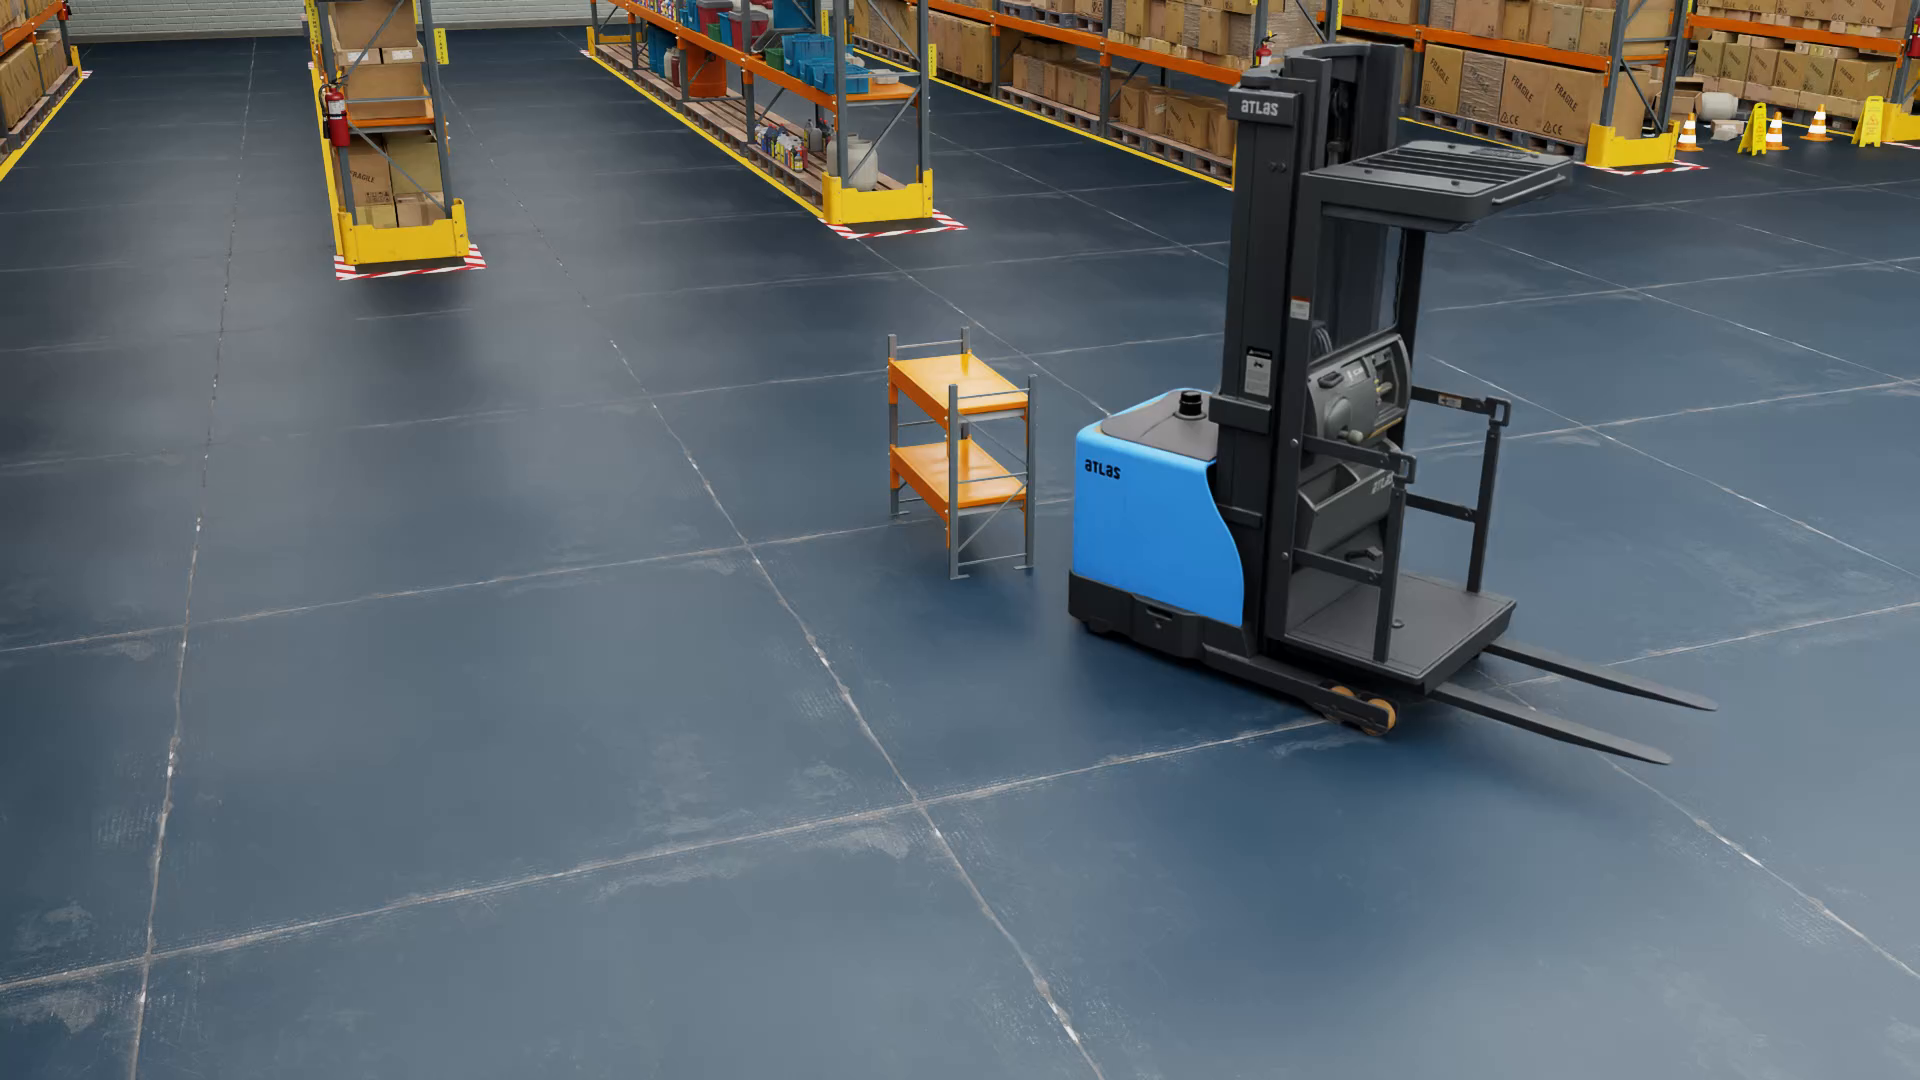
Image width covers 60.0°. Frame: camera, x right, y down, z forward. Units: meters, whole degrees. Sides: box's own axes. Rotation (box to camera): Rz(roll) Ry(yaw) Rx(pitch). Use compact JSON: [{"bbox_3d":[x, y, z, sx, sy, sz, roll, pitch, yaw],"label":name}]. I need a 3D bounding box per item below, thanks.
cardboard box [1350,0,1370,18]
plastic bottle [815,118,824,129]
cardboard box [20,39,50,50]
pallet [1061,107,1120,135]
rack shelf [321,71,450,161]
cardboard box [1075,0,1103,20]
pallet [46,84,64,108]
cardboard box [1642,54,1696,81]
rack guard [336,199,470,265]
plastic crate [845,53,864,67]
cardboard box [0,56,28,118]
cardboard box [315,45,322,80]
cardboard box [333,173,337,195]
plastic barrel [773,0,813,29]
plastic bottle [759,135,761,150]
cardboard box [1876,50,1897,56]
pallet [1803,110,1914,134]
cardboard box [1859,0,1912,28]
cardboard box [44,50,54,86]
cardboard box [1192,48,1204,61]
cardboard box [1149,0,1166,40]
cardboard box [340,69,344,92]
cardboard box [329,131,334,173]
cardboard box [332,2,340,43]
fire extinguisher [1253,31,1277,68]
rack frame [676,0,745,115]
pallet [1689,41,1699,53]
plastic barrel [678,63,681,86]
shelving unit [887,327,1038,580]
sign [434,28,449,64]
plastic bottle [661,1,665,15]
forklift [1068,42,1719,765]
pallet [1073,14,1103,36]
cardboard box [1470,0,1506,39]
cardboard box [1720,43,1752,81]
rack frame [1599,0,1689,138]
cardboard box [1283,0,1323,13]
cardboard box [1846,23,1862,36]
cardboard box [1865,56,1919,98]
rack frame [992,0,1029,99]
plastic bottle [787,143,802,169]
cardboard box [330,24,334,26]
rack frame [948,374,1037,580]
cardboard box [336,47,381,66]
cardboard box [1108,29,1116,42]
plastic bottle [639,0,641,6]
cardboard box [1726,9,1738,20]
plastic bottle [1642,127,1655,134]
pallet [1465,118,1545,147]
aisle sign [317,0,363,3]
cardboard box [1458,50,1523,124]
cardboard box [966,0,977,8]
[{"bbox_3d":[6.289,-8.202,25.220,0.500,0.500,0.500,-8,24,-18],"label":"cardboard box"},{"bbox_3d":[-1.732,-5.100,20.833,0.144,0.351,0.185,-9,24,-20],"label":"plastic bottle"},{"bbox_3d":[-14.626,-7.826,26.298,0.380,0.149,0.250,-9,24,-20],"label":"cardboard box"},{"bbox_3d":[2.128,-5.990,23.690,1.003,0.211,1.213,-8,24,-19],"label":"pallet"},{"bbox_3d":[-6.158,-4.576,17.672,1.077,0.370,4.000,-8,24,-19],"label":"rack shelf"},{"bbox_3d":[2.255,-7.770,23.010,1.000,1.000,1.000,-8,24,-19],"label":"cardboard box"},{"bbox_3d":[-14.519,-6.862,25.760,1.003,0.211,1.213,-8,24,-19],"label":"pallet"},{"bbox_3d":[11.488,-7.525,26.584,0.950,0.372,0.625,-8,24,-18],"label":"cardboard box"},{"bbox_3d":[-5.443,-3.020,16.273,1.175,0.500,0.348,-8,24,-19],"label":"rack guard"},{"bbox_3d":[-1.418,-5.636,19.599,0.530,0.136,0.437,-8,24,-19],"label":"plastic crate"},{"bbox_3d":[-13.351,-6.214,22.859,0.750,0.750,0.750,-8,24,-19],"label":"cardboard box"},{"bbox_3d":[-10.157,-7.760,26.952,0.500,0.500,0.500,-8,24,-19],"label":"cardboard box"},{"bbox_3d":[-6.640,-3.986,18.345,0.500,0.250,0.500,-8,24,-19],"label":"cardboard box"},{"bbox_3d":[-2.082,-6.726,21.200,0.600,0.901,0.708,-8,24,-19],"label":"plastic barrel"},{"bbox_3d":[-2.455,-4.976,20.731,0.097,0.201,0.097,0,23,0],"label":"plastic bottle"},{"bbox_3d":[16.123,-8.322,28.149,0.875,0.625,0.625,-7,24,-17],"label":"cardboard box"},{"bbox_3d":[12.808,-5.941,23.574,1.003,0.211,1.213,-8,24,-19],"label":"pallet"},{"bbox_3d":[12.639,-7.241,22.556,0.500,0.500,0.500,-9,24,-20],"label":"cardboard box"},{"bbox_3d":[-14.666,-7.371,26.053,0.700,0.500,0.500,-9,24,-20],"label":"cardboard box"},{"bbox_3d":[3.067,-5.950,20.329,0.380,0.149,0.250,-8,24,-19],"label":"cardboard box"},{"bbox_3d":[2.920,-6.649,21.152,0.875,0.500,0.500,-8,24,-19],"label":"cardboard box"},{"bbox_3d":[-6.336,-5.147,17.970,0.700,0.500,0.500,-8,24,-18],"label":"cardboard box"},{"bbox_3d":[-6.461,-4.150,17.769,0.500,0.500,0.500,-8,24,-19],"label":"cardboard box"},{"bbox_3d":[-5.814,-5.206,16.440,0.700,0.500,0.500,-9,24,-20],"label":"cardboard box"},{"bbox_3d":[3.427,-5.398,18.796,0.296,0.674,0.183,-8,24,-19],"label":"fire extinguisher"},{"bbox_3d":[-3.642,-7.766,24.314,1.000,3.000,0.127,-8,24,-19],"label":"rack frame"},{"bbox_3d":[14.677,-9.479,31.969,1.003,0.211,1.213,-8,24,-19],"label":"pallet"},{"bbox_3d":[-4.114,-7.182,25.589,0.421,0.512,0.421,0,23,0],"label":"plastic barrel"},{"bbox_3d":[-0.002,-0.521,9.537,0.538,1.125,1.048,-8,24,-19],"label":"shelving unit"},{"bbox_3d":[-4.930,-4.690,15.800,0.100,0.325,0.005,-8,24,-19],"label":"sign"},{"bbox_3d":[-4.530,-8.139,25.454,0.097,0.201,0.097,0,23,0],"label":"plastic bottle"},{"bbox_3d":[2.017,-0.685,7.601,3.031,2.935,1.130,18,29,36],"label":"forklift"},{"bbox_3d":[2.271,-7.202,23.221,1.003,0.211,1.213,-8,24,-19],"label":"pallet"},{"bbox_3d":[7.518,-7.164,22.691,0.875,0.550,0.550,-8,24,-19],"label":"cardboard box"},{"bbox_3d":[11.832,-7.180,24.956,0.500,0.500,0.500,-7,24,-17],"label":"cardboard box"},{"bbox_3d":[8.494,-6.183,20.557,1.000,3.000,0.127,-8,24,-19],"label":"rack frame"},{"bbox_3d":[3.878,-6.420,19.321,0.500,0.500,0.500,-8,24,-19],"label":"cardboard box"},{"bbox_3d":[12.493,-7.062,22.967,0.380,0.149,0.250,-9,24,-20],"label":"cardboard box"},{"bbox_3d":[13.054,-6.510,23.368,0.500,0.500,0.500,-9,25,-21],"label":"cardboard box"},{"bbox_3d":[0.992,-8.446,25.926,1.000,3.000,0.127,-8,24,-19],"label":"rack frame"},{"bbox_3d":[-1.938,-4.509,19.527,0.152,0.276,0.135,-8,24,-19],"label":"plastic bottle"},{"bbox_3d":[-6.588,-5.484,17.936,0.380,0.149,0.250,-9,25,-21],"label":"cardboard box"},{"bbox_3d":[0.177,-0.336,9.099,0.500,1.125,0.032,-8,24,-19],"label":"rack frame"},{"bbox_3d":[-5.764,-4.639,15.930,0.380,0.149,0.250,-9,24,-20],"label":"cardboard box"},{"bbox_3d":[2.199,-6.757,22.243,0.380,0.149,0.250,-8,24,-19],"label":"cardboard box"},{"bbox_3d":[-5.119,-8.809,26.948,0.152,0.276,0.135,-8,24,-19],"label":"plastic bottle"},{"bbox_3d":[11.747,-7.901,24.957,0.380,0.149,0.250,-8,24,-19],"label":"cardboard box"},{"bbox_3d":[9.587,-5.750,23.315,0.133,0.061,0.283,-18,29,-37],"label":"plastic bottle"},{"bbox_3d":[7.711,-5.620,22.812,1.003,0.211,1.213,-8,24,-19],"label":"pallet"},{"bbox_3d":[-5.703,-5.315,15.151,0.394,0.787,0.004,-8,24,-19],"label":"aisle sign"},{"bbox_3d":[7.559,-6.285,22.996,0.875,0.875,0.875,-8,24,-19],"label":"cardboard box"},{"bbox_3d":[0.415,-8.819,26.683,0.500,0.500,0.500,-9,24,-19],"label":"cardboard box"}]
